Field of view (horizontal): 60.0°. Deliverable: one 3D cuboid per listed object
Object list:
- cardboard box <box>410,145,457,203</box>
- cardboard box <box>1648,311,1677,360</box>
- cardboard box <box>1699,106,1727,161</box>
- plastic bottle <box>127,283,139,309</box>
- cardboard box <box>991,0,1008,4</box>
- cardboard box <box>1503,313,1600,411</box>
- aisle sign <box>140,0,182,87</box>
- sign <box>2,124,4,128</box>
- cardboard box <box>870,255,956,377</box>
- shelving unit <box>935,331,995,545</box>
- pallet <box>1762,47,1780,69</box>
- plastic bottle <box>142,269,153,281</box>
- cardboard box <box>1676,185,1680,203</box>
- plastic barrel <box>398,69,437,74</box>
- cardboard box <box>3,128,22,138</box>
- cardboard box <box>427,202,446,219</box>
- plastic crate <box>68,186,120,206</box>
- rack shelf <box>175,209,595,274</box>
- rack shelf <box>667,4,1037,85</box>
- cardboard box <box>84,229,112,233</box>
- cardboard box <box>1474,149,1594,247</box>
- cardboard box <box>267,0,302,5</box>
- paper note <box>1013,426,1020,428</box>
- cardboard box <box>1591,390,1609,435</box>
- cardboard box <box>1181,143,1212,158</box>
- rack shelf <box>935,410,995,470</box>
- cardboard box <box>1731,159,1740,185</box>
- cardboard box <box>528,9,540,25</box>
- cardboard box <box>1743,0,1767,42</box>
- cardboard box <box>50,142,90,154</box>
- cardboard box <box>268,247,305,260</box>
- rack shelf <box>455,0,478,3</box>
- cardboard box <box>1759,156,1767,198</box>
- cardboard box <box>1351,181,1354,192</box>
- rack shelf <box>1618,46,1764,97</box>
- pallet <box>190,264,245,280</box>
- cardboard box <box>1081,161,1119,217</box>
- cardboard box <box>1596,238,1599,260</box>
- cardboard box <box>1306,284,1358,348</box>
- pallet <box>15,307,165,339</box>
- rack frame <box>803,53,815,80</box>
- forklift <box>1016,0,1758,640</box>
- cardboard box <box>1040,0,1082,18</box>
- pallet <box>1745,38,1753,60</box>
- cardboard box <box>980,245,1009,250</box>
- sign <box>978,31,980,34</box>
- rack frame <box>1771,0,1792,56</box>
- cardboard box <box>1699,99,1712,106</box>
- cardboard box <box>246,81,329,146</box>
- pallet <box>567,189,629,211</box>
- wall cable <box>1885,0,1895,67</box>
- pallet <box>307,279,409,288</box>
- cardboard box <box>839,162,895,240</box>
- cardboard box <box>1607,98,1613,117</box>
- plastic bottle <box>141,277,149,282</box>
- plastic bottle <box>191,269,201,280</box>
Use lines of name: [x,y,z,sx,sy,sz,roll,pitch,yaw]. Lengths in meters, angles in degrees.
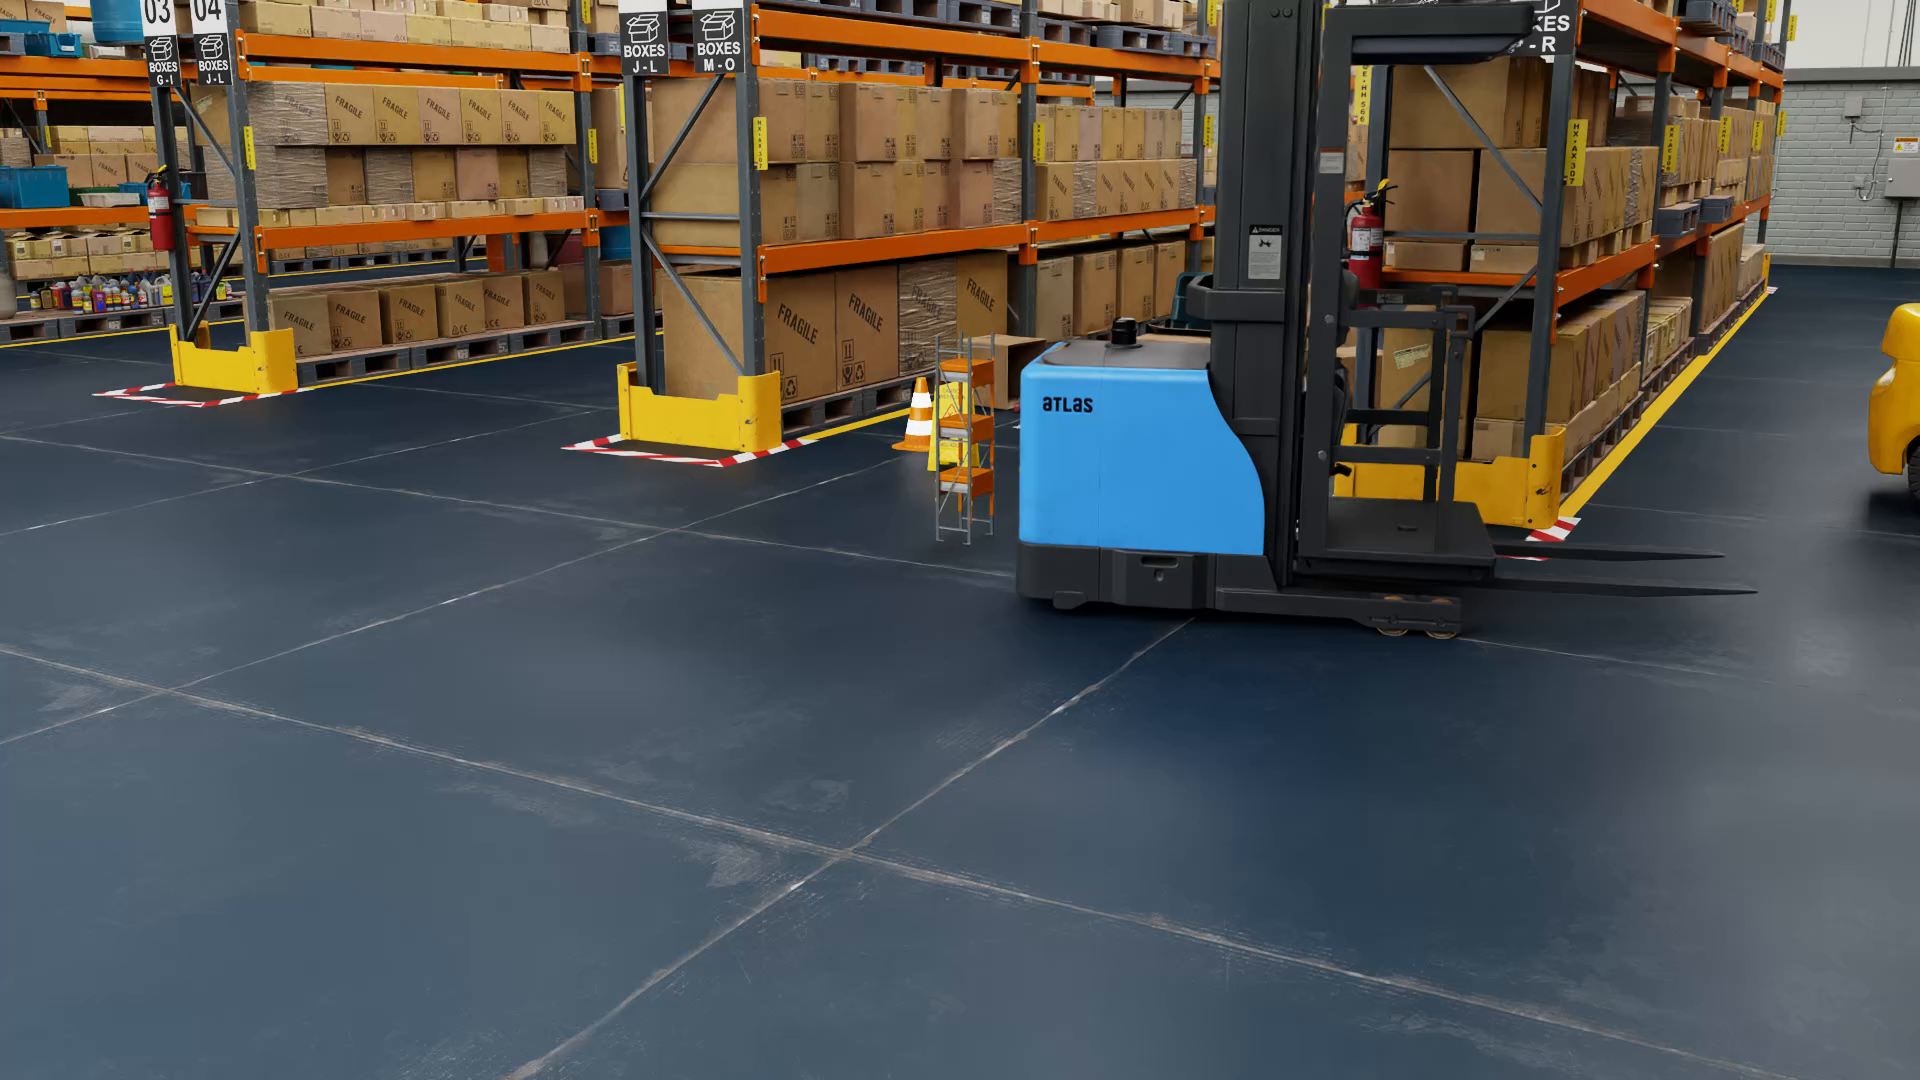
cardboard box: [-5.091,-3.334,15.116,0.875,0.500,0.500,7,15,28]
cardboard box: [5.490,-1.739,14.059,0.950,0.372,0.625,8,16,30]
cardboard box: [6.946,-3.843,15.727,0.500,0.500,0.500,7,15,26]
plastic bottle: [-8.924,-2.634,17.942,0.097,0.271,0.097,0,14,0]
cardboard box: [0.160,-4.380,13.329,0.380,0.149,0.250,8,16,29]
cardboard box: [3.518,-1.072,9.952,0.500,0.500,0.500,7,15,26]
aisle sign: [-6.342,-4.001,13.184,0.394,0.787,0.004,7,15,28]
sign: [-15.678,-6.666,27.314,0.100,0.325,0.005,7,15,28]
cardboard box: [-0.620,-1.819,13.316,0.875,0.875,0.875,8,15,28]
shelving unit: [0.026,-0.521,8.456,0.215,1.050,0.252,7,15,28]
pallet: [9.422,-5.886,20.339,1.003,0.211,1.213,7,15,28]
plastic bottle: [-9.205,-2.906,18.899,0.144,0.351,0.185,8,16,30]
cardboard box: [5.463,-2.739,13.133,0.380,0.149,0.250,8,16,29]
plastic barrel: [-7.105,-6.477,21.529,0.600,0.901,0.600,0,14,0]
cardboard box: [-15.331,-6.545,26.745,0.380,0.149,0.250,5,15,21]
cardboard box: [-4.888,-2.989,15.066,0.380,0.149,0.250,7,15,28]
plastic crate: [-9.355,-3.748,18.134,0.450,0.188,0.662,7,15,28]
rack shelf: [-5.082,-2.777,15.186,1.077,0.370,4.000,7,15,28]
rack shelf: [-0.789,-3.652,12.418,1.077,0.370,4.000,7,15,28]
cardboard box: [-12.105,-4.228,23.445,0.500,0.311,0.500,7,15,27]
cardboard box: [3.098,-1.852,8.969,0.500,0.500,0.500,7,15,27]
cardboard box: [-5.504,-4.368,13.320,0.380,0.149,0.250,8,16,29]
paper note: [0.468,-0.810,11.832,0.142,0.017,0.144,-12,18,-40]
cardboard box: [3.764,-0.812,10.473,0.500,0.250,0.500,9,16,32]
cardboard box: [2.506,-4.220,18.008,0.380,0.149,0.250,7,15,28]
rack shelf: [0.026,-0.511,8.459,0.215,0.259,0.240,7,15,28]
cardboard box: [7.714,-3.790,17.108,0.500,0.250,0.500,8,16,29]
cardboard box: [-4.229,-4.972,15.826,0.380,0.149,0.250,8,15,29]
cardboard box: [8.895,-5.912,18.932,0.500,0.500,0.500,8,16,29]
cardboard box: [-14.731,-6.315,27.436,0.500,0.500,0.500,8,16,30]
cardboard box: [-10.382,-4.540,25.361,0.500,0.500,0.500,8,16,30]
rack shelf: [-7.951,-9.277,29.354,1.077,0.370,4.000,7,15,28]
cardboard box: [9.625,-4.480,20.504,0.500,0.500,0.500,8,16,30]
cardboard box: [5.151,-4.830,22.705,0.380,0.149,0.250,8,16,30]
rack shelf: [7.460,-4.754,16.986,1.077,0.370,4.000,7,15,28]
pallet: [-11.284,-3.961,24.511,1.003,0.211,1.213,7,15,28]
cardboard box: [1.155,-3.286,15.551,0.500,0.500,0.500,7,15,28]
cardboard box: [3.539,-1.720,9.803,0.380,0.149,0.250,8,16,30]
cardboard box: [2.987,-1.762,13.162,0.500,0.500,0.500,7,15,28]
pallet: [-9.401,-2.358,17.864,1.003,0.211,1.213,7,15,28]
rack frame: [-2.182,-4.357,20.208,1.000,3.000,0.127,7,15,28]
forklift: [1.816,-1.151,7.055,3.031,2.935,1.130,3,14,12]
cardboard box: [0.896,-4.728,14.770,0.250,0.149,0.380,7,15,28]
pallet: [8.027,-5.227,17.822,0.805,0.209,1.217,7,15,26]
cardboard box: [0.141,-4.476,24.336,0.875,0.875,0.875,7,15,28]
sign: [0.232,-6.981,22.916,0.100,0.325,0.005,7,15,28]
rack frame: [10.361,-7.792,21.656,1.000,3.000,0.127,7,15,28]
cardboard box: [8.520,-5.046,19.335,0.380,0.149,0.250,8,16,29]
cardboard box: [-5.545,-3.477,13.576,0.500,0.500,0.500,7,15,28]
pallet: [-3.619,-3.584,17.409,1.003,0.211,1.213,7,15,28]
wall cable: [13.521,-8.906,26.273,2.355,3.000,0.029,7,15,28]
pallet: [-7.517,-3.159,21.187,1.003,0.211,1.213,7,15,28]
cardboard box: [-0.989,-2.504,12.198,0.875,0.550,0.550,7,15,28]
cardboard box: [4.907,-3.390,13.066,0.380,0.149,0.250,7,15,26]
plastic bottle: [-9.169,-2.824,18.728,0.097,0.271,0.097,0,14,0]
plastic bottle: [-8.636,-2.876,18.775,0.144,0.351,0.185,7,15,28]
